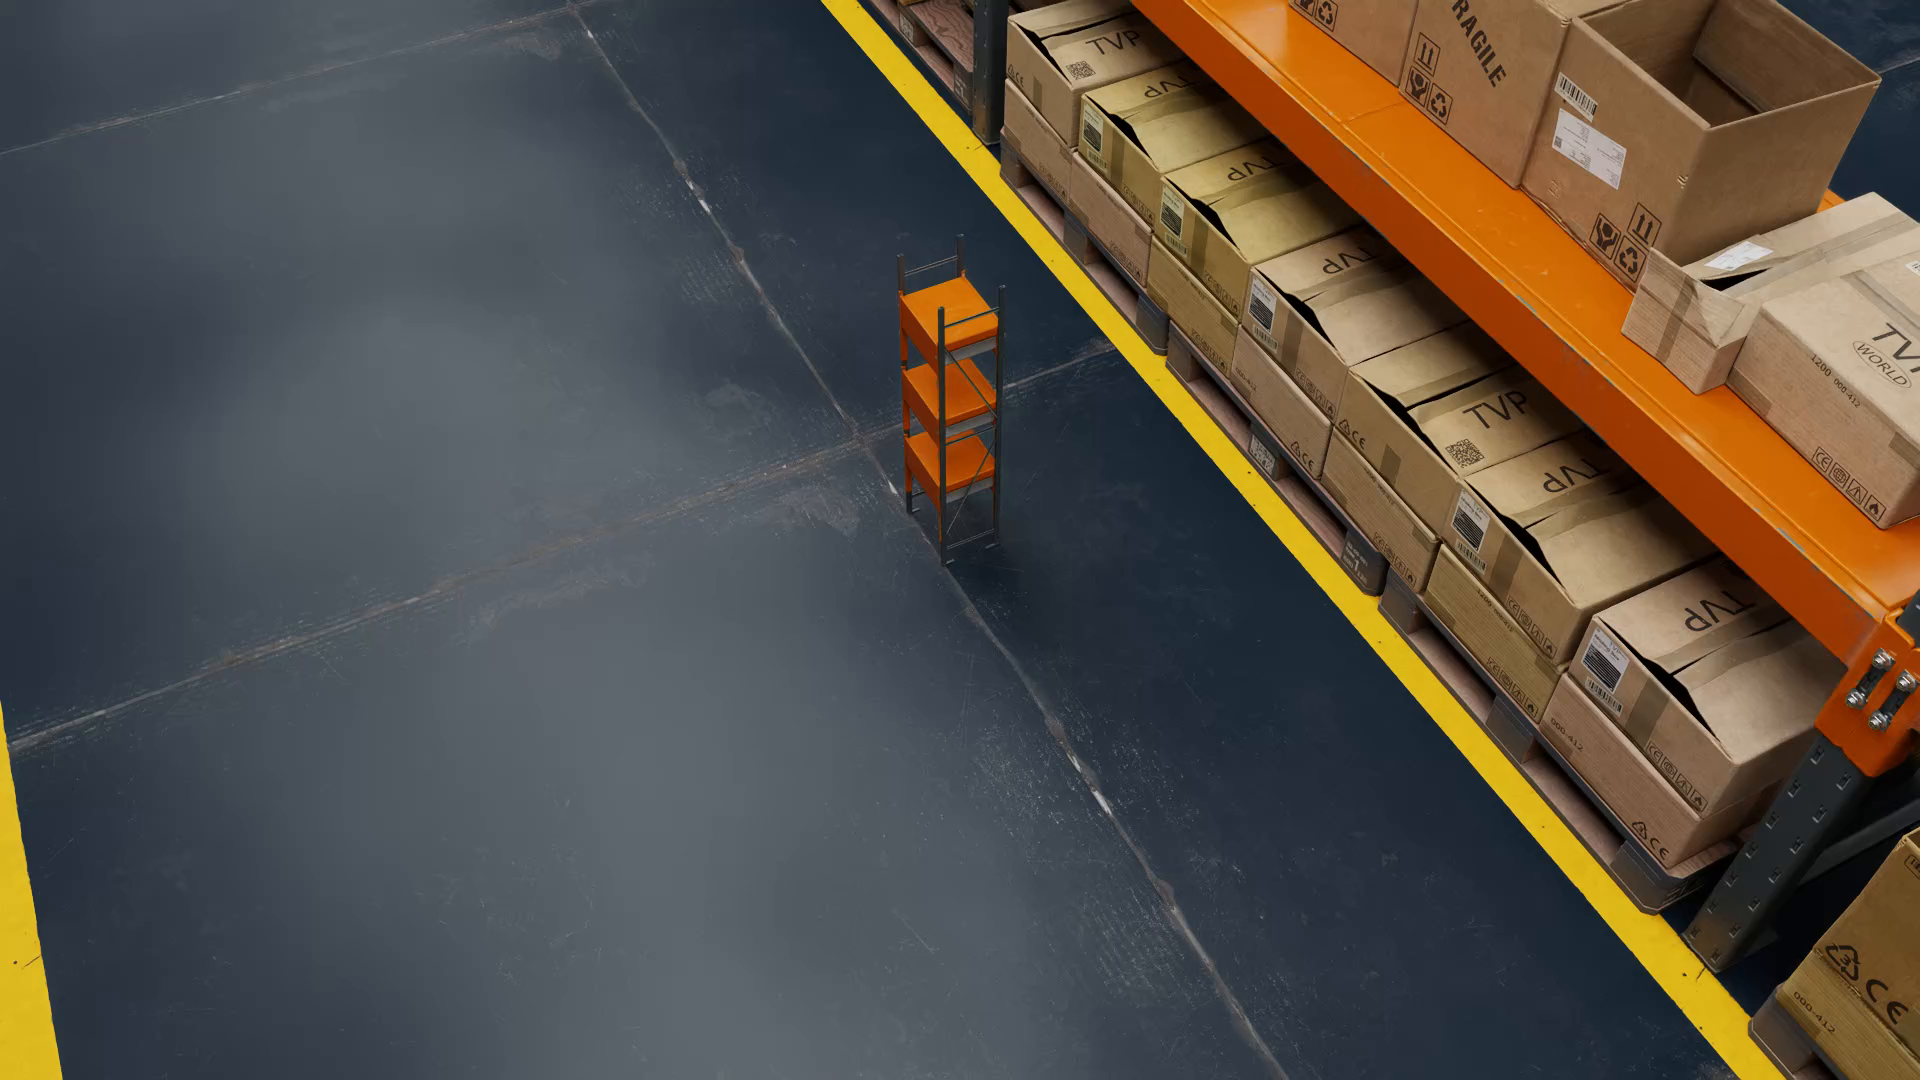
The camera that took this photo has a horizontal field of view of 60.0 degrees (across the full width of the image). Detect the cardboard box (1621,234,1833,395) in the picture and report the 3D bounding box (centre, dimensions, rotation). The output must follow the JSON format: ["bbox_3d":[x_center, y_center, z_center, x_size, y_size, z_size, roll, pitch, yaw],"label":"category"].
[{"bbox_3d":[1.787,-0.562,3.838,0.396,0.266,0.258,-22,52,-18],"label":"cardboard box"}]

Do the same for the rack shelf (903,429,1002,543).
[{"bbox_3d":[-0.024,-0.191,5.103,0.215,0.259,0.240,-21,52,-18],"label":"rack shelf"}]

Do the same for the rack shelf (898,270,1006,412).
[{"bbox_3d":[-0.024,-0.561,4.681,0.215,0.259,0.240,-21,52,-18],"label":"rack shelf"}]

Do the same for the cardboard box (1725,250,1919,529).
[{"bbox_3d":[2.088,-0.346,3.660,0.500,0.250,0.500,-18,51,-15],"label":"cardboard box"}]

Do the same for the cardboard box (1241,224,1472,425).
[{"bbox_3d":[1.215,-0.690,5.036,0.500,0.311,0.500,-22,52,-18],"label":"cardboard box"}]

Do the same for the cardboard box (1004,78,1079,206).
[{"bbox_3d":[0.500,-1.540,6.152,0.500,0.250,0.500,-21,52,-18],"label":"cardboard box"}]

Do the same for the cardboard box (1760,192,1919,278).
[{"bbox_3d":[2.128,-0.662,4.003,0.380,0.149,0.250,-21,52,-18],"label":"cardboard box"}]

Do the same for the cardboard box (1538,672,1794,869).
[{"bbox_3d":[1.905,0.508,4.361,0.500,0.250,0.500,-22,52,-18],"label":"cardboard box"}]

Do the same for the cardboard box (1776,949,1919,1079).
[{"bbox_3d":[2.295,1.101,3.842,0.500,0.250,0.500,-21,52,-18],"label":"cardboard box"}]

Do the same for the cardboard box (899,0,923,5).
[{"bbox_3d":[-0.115,-2.625,6.922,0.500,0.500,0.500,-19,52,-16],"label":"cardboard box"}]

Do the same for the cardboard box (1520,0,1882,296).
[{"bbox_3d":[1.774,-0.986,4.053,0.500,0.500,0.500,-18,51,-15],"label":"cardboard box"}]

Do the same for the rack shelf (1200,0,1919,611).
[{"bbox_3d":[1.437,-1.247,4.696,0.919,0.124,3.809,-21,52,-18],"label":"rack shelf"}]

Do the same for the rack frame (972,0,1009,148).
[{"bbox_3d":[0.522,-2.758,5.670,1.000,3.000,0.127,-21,52,-18],"label":"rack frame"}]

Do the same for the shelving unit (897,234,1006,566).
[{"bbox_3d":[-0.024,-0.381,4.886,0.215,1.050,0.252,-21,52,-18],"label":"shelving unit"}]

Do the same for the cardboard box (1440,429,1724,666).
[{"bbox_3d":[1.668,-0.017,4.447,0.500,0.311,0.500,-20,52,-17],"label":"cardboard box"}]

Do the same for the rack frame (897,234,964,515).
[{"bbox_3d":[-0.080,-0.463,4.958,0.200,1.050,0.008,-21,52,-18],"label":"rack frame"}]

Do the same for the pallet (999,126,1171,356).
[{"bbox_3d":[0.864,-1.276,6.226,1.003,0.211,1.213,-21,52,-18],"label":"pallet"}]

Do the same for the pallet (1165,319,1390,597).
[{"bbox_3d":[1.418,-0.460,5.512,1.003,0.211,1.213,-21,52,-18],"label":"pallet"}]

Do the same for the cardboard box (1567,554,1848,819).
[{"bbox_3d":[1.912,0.329,4.145,0.500,0.311,0.500,-21,52,-18],"label":"cardboard box"}]

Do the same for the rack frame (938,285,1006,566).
[{"bbox_3d":[0.031,-0.300,4.815,0.200,1.050,0.008,-21,52,-18],"label":"rack frame"}]

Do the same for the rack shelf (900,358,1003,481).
[{"bbox_3d":[-0.024,-0.374,4.894,0.215,0.259,0.240,-21,52,-18],"label":"rack shelf"}]

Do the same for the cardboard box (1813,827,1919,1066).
[{"bbox_3d":[2.286,0.857,3.557,0.500,0.500,0.500,-21,52,-18],"label":"cardboard box"}]

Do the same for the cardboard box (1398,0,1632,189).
[{"bbox_3d":[1.545,-1.322,4.347,0.500,0.500,0.500,-21,52,-17],"label":"cardboard box"}]

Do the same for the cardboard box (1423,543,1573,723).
[{"bbox_3d":[1.675,0.169,4.657,0.500,0.250,0.500,-22,52,-18],"label":"cardboard box"}]

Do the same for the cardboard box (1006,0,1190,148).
[{"bbox_3d":[0.500,-1.724,5.940,0.500,0.311,0.500,-20,52,-16],"label":"cardboard box"}]

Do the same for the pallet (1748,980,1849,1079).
[{"bbox_3d":[2.679,1.383,3.900,1.003,0.211,1.213,-21,52,-18],"label":"pallet"}]

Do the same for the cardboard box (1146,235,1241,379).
[{"bbox_3d":[0.974,-0.858,5.555,0.500,0.250,0.500,-22,53,-18],"label":"cardboard box"}]

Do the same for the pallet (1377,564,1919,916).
[{"bbox_3d":[1.980,0.357,4.797,1.003,0.211,1.213,-21,52,-18],"label":"pallet"}]

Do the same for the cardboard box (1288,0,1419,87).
[{"bbox_3d":[1.304,-1.674,4.655,0.500,0.500,0.500,-24,53,-19],"label":"cardboard box"}]
